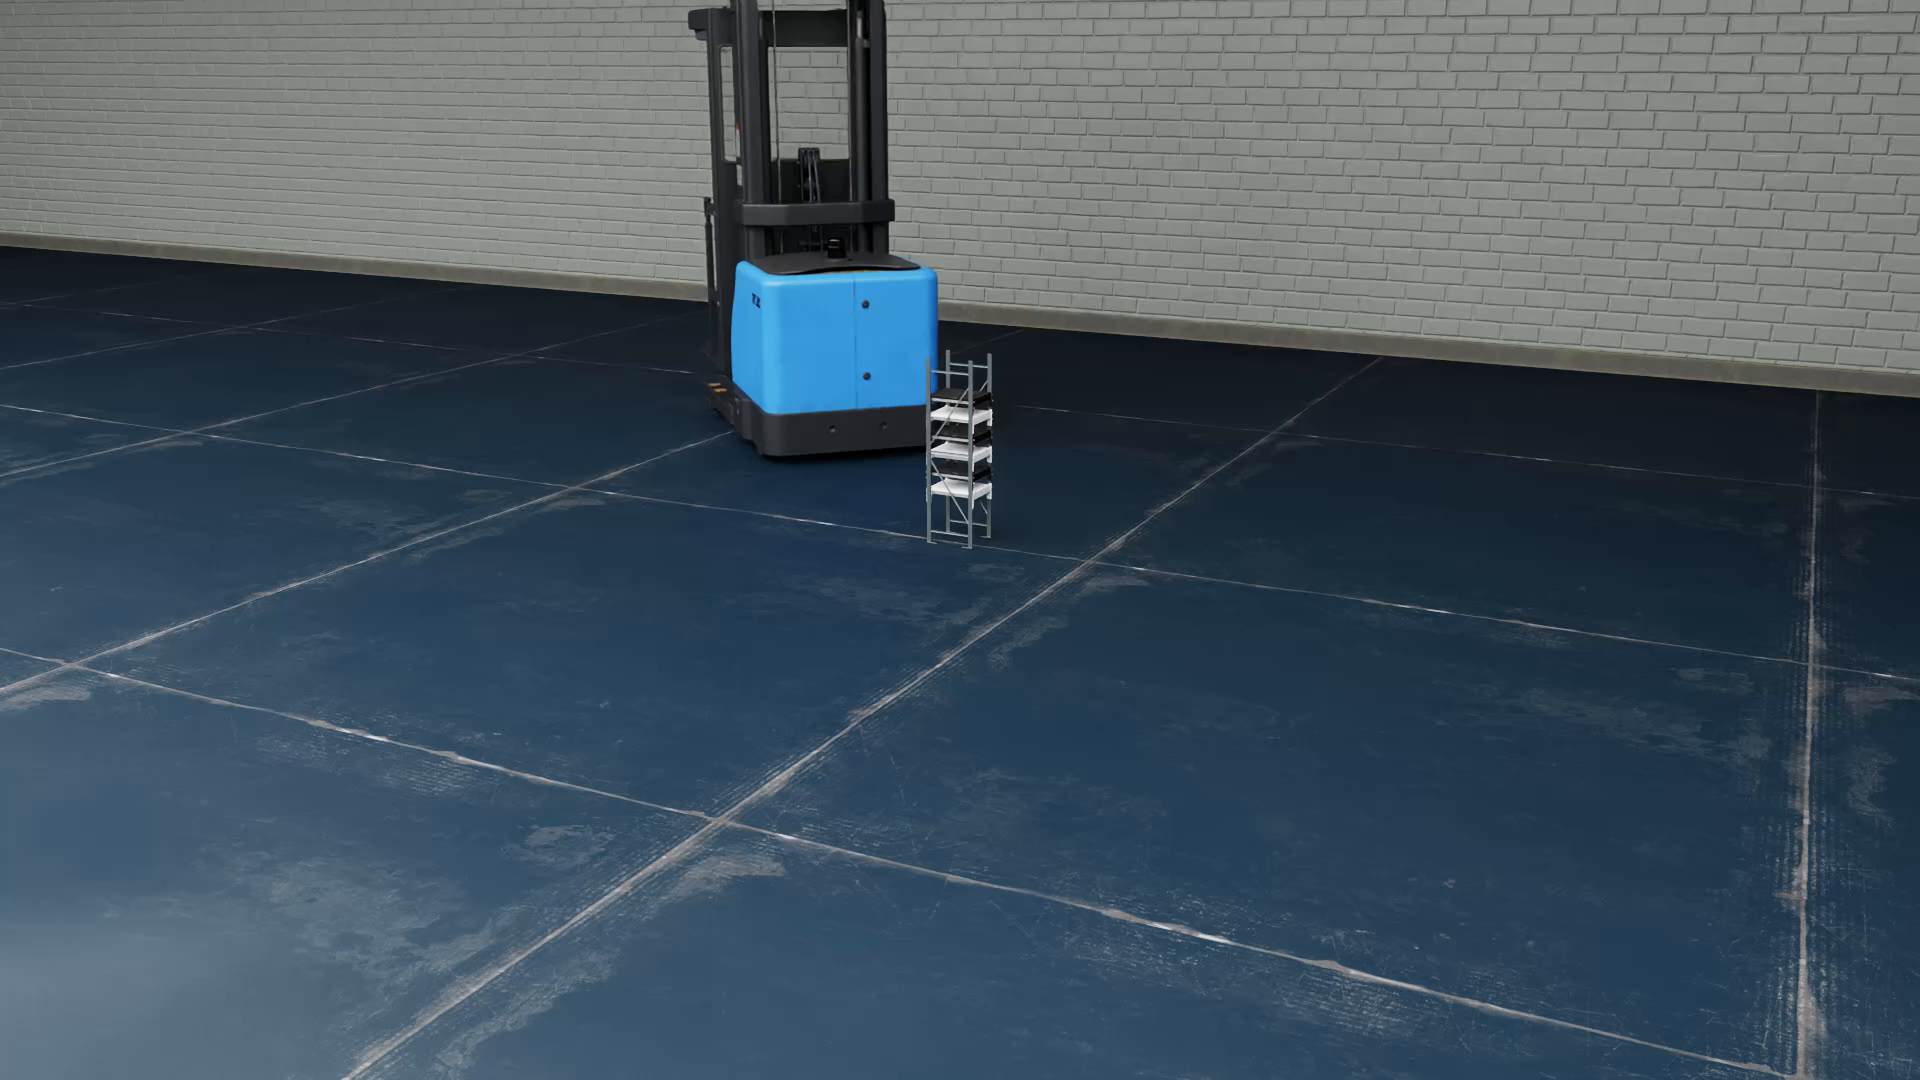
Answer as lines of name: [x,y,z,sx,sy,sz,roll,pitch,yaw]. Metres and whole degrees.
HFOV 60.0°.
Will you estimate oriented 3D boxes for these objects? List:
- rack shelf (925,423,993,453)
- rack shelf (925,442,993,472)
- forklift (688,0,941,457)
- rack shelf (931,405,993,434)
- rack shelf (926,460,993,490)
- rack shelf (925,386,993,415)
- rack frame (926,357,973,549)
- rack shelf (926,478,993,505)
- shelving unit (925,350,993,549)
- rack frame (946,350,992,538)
rack shelf: [-0.004,-0.484,7.873,0.258,0.077,0.200,8,18,25]
rack shelf: [-0.004,-0.397,7.899,0.258,0.077,0.200,8,18,25]
forklift: [-1.055,-2.254,10.466,1.130,2.935,3.031,-5,17,-17]
rack shelf: [-0.004,-0.570,7.848,0.258,0.077,0.200,8,18,25]
rack shelf: [-0.004,-0.311,7.924,0.258,0.077,0.200,8,18,25]
rack shelf: [-0.004,-0.656,7.822,0.258,0.077,0.200,8,18,25]
rack frame: [-0.049,-0.403,7.802,0.240,0.900,0.006,8,18,25]
rack shelf: [-0.004,-0.225,7.950,0.258,0.077,0.200,8,18,25]
shelving unit: [-0.004,-0.429,7.889,0.258,0.900,0.210,8,18,25]
rack frame: [0.042,-0.455,7.976,0.240,0.900,0.006,8,18,25]
